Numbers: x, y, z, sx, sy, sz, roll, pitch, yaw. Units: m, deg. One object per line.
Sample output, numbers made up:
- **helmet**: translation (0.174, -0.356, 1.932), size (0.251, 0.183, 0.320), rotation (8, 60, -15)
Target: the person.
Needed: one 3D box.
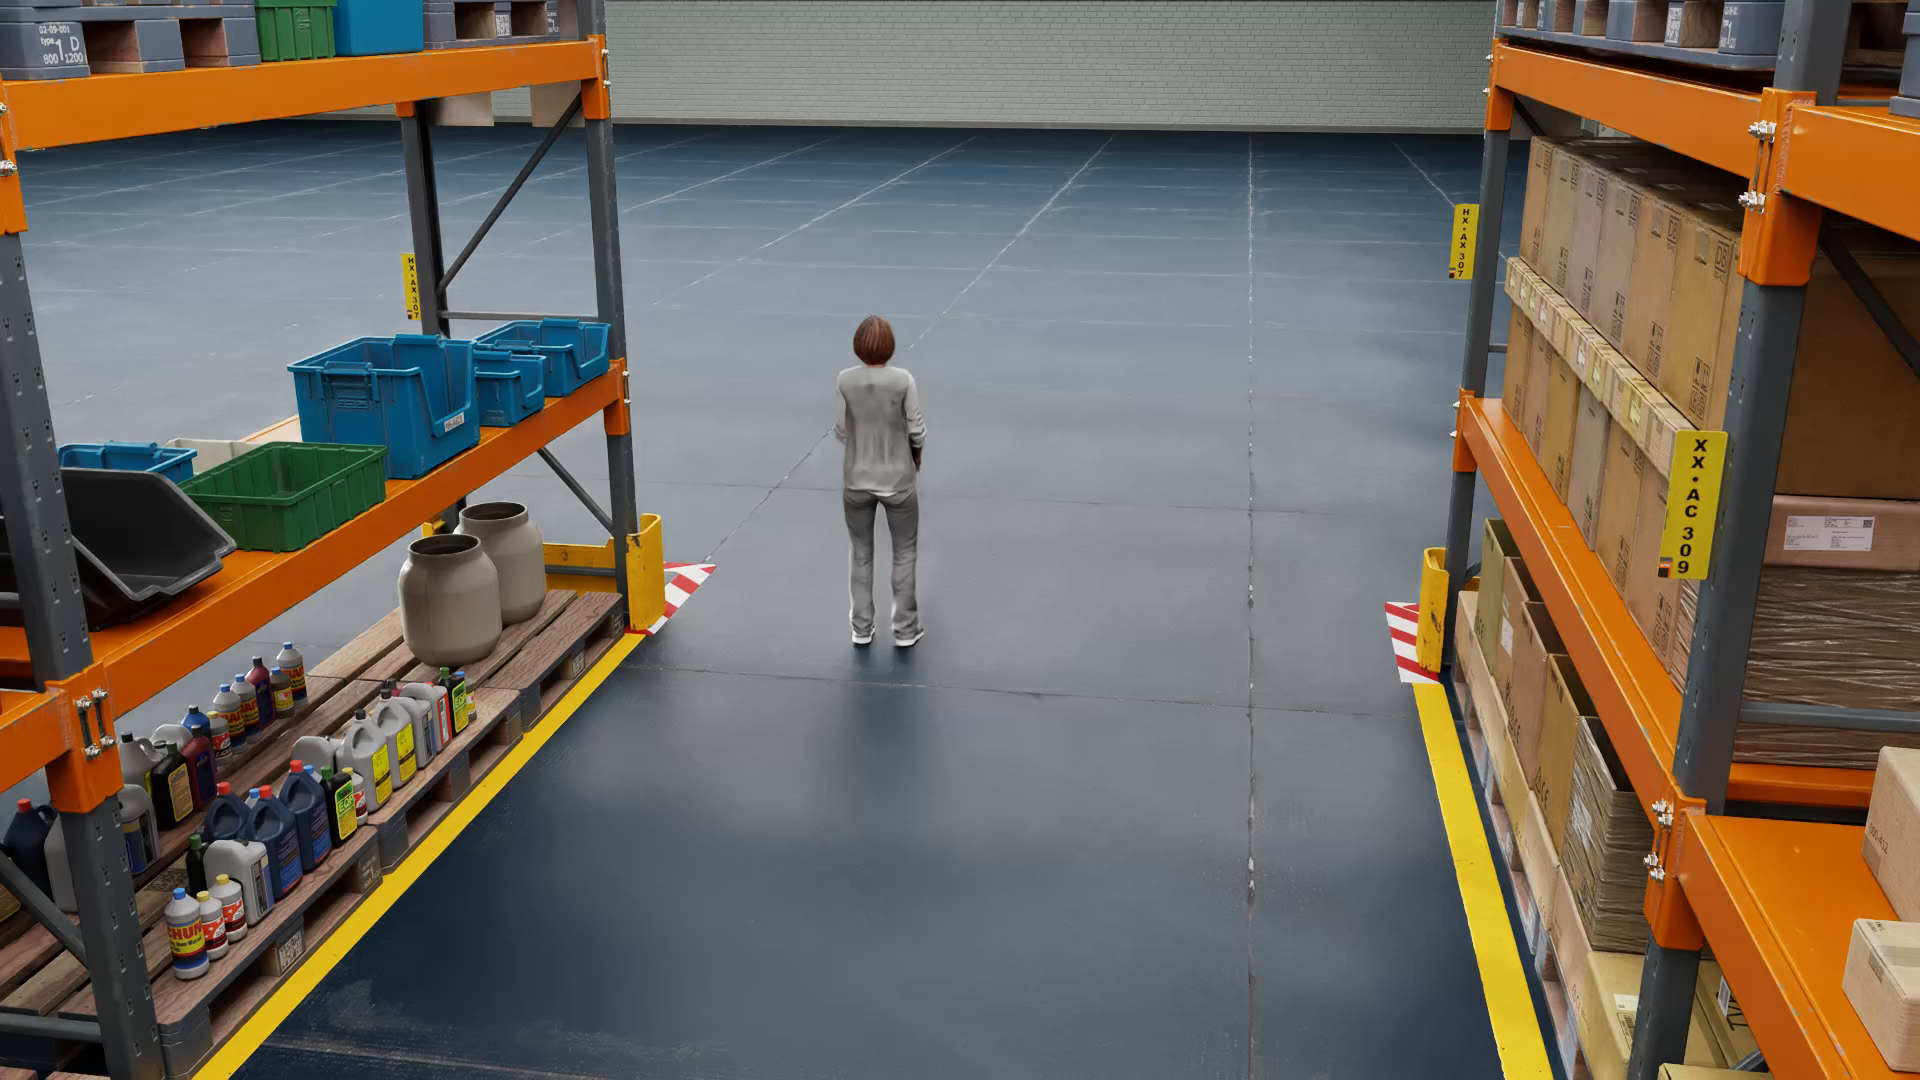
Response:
- **person**: translation (-0.370, -0.281, 7.939), size (0.440, 1.587, 0.461), rotation (3, 18, 8)
